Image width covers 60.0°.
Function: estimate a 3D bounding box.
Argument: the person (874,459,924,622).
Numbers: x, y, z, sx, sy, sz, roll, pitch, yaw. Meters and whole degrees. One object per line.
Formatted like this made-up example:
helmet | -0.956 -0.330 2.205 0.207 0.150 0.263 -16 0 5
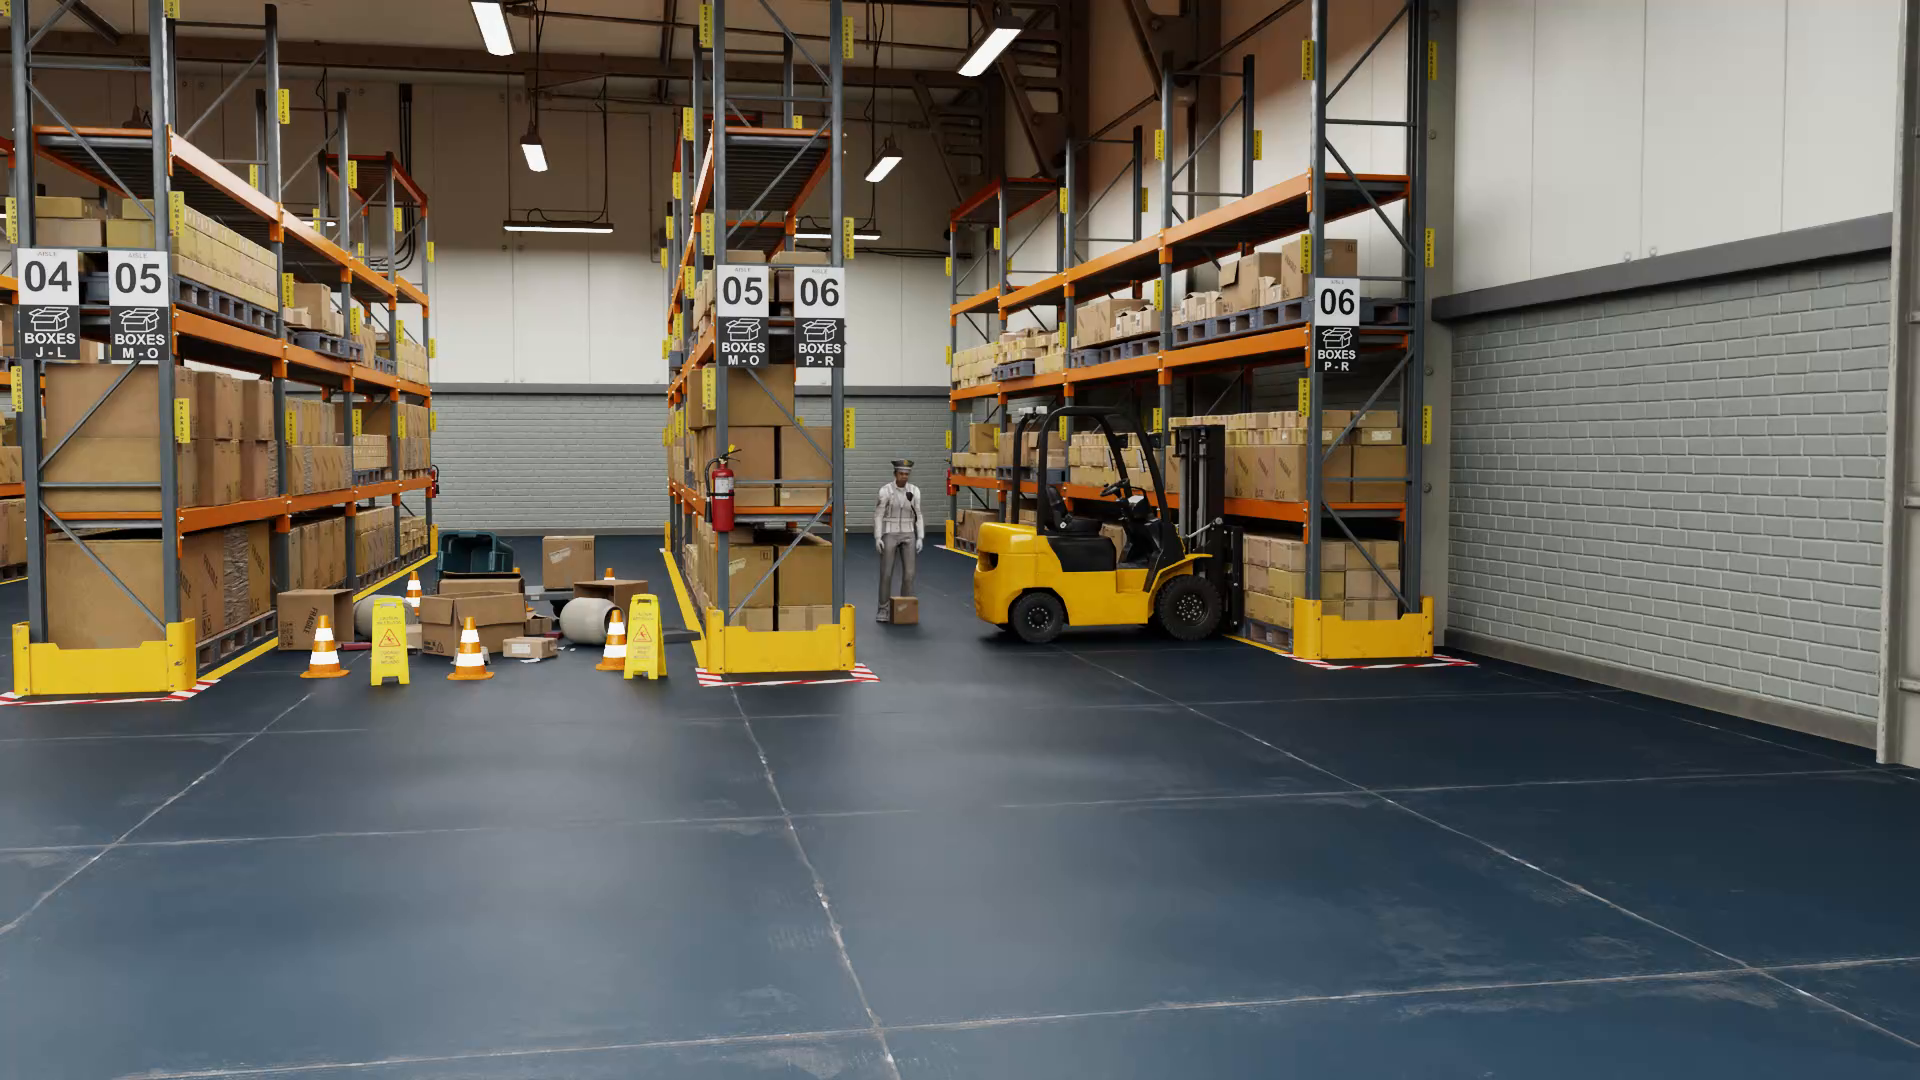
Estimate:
person | -0.621 0.000 17.120 0.531 1.662 0.414 -1 3 -14
